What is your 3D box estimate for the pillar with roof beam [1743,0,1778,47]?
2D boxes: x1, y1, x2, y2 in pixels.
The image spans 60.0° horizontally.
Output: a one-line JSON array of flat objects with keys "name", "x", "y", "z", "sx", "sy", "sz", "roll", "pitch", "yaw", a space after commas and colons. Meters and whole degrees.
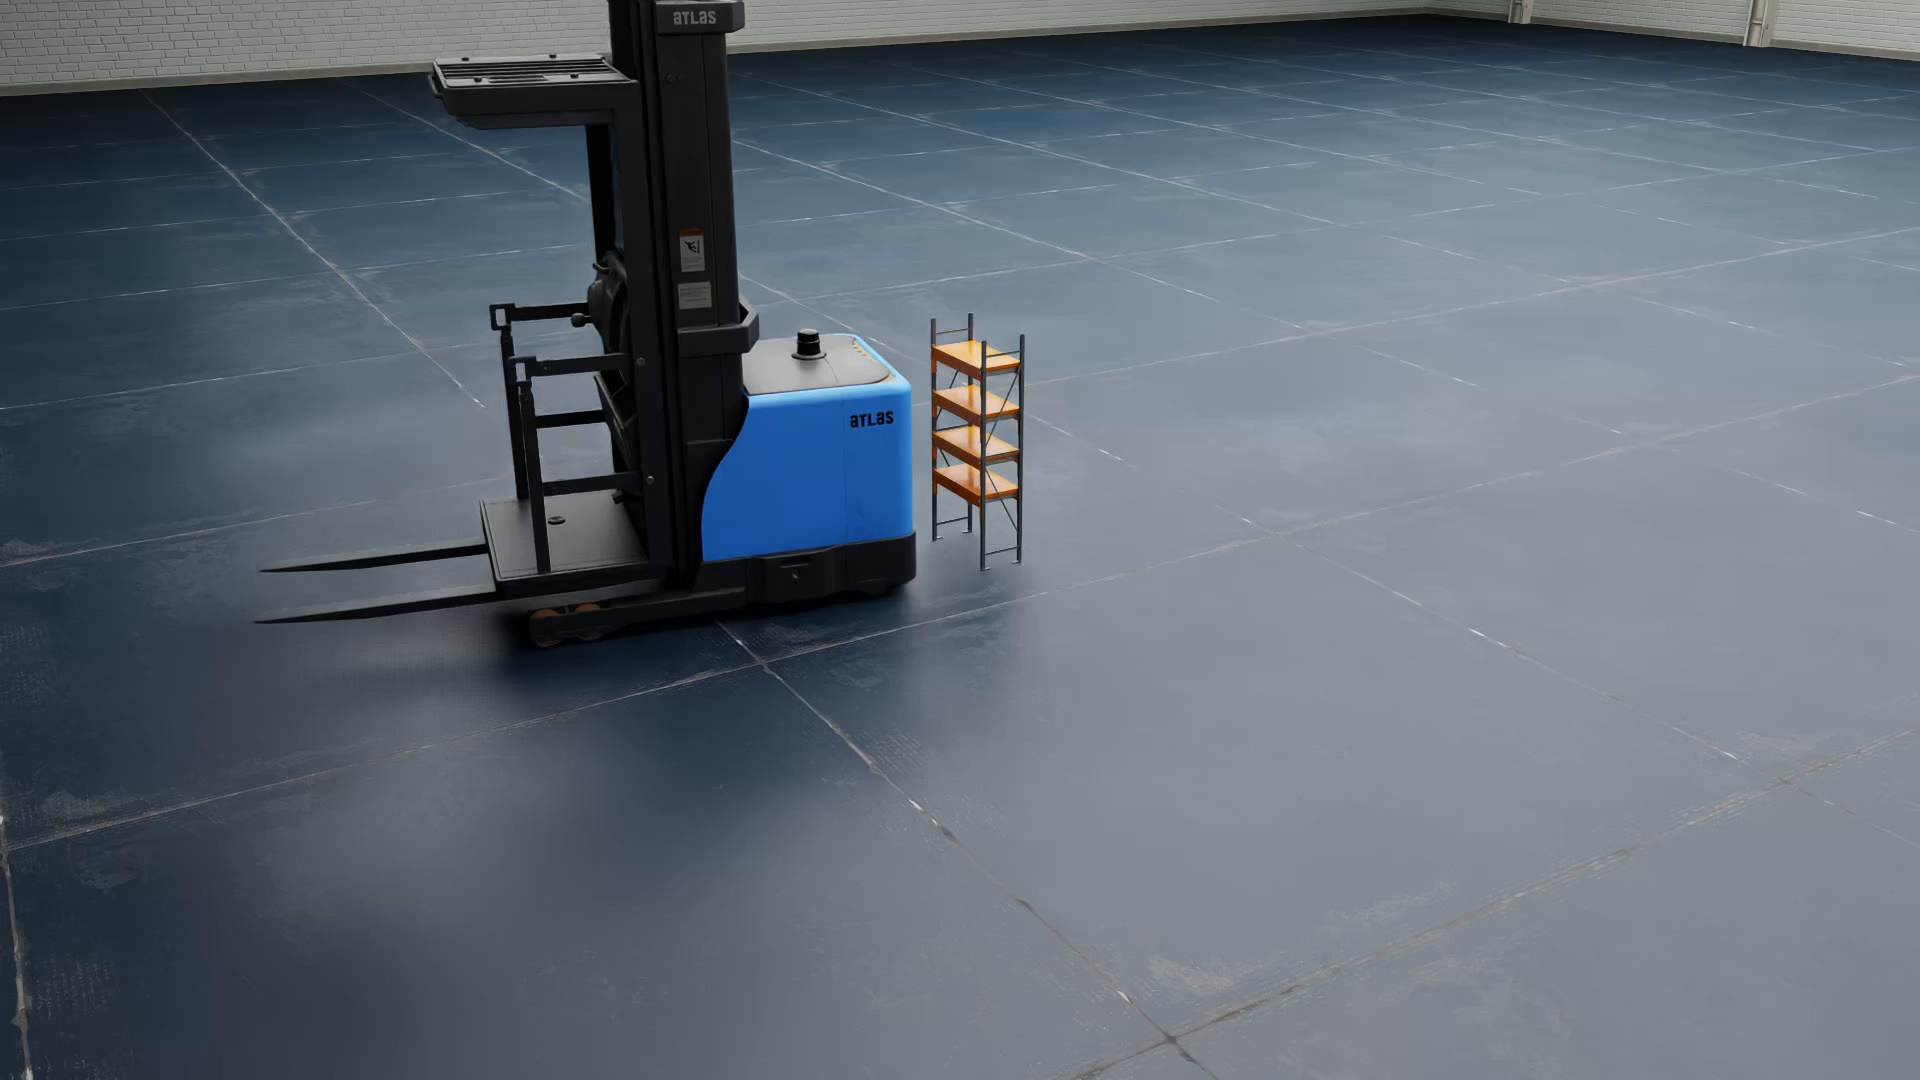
[{"name": "pillar with roof beam", "x": 11.981, "y": -13.065, "z": 29.005, "sx": 9.100, "sy": 9.000, "sz": 0.400, "roll": -13, "pitch": 25, "yaw": -28}]

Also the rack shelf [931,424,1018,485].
[{"name": "rack shelf", "x": 0.085, "y": -0.440, "z": 8.479, "sx": 0.258, "sy": 0.148, "sz": 0.480, "roll": -13, "pitch": 25, "yaw": -28}]

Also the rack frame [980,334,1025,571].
[{"name": "rack frame", "x": 0.209, "y": -0.423, "z": 8.259, "sx": 0.240, "sy": 1.200, "sz": 0.015, "roll": -13, "pitch": 25, "yaw": -28}]

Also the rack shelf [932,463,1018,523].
[{"name": "rack shelf", "x": 0.085, "y": -0.256, "z": 8.554, "sx": 0.258, "sy": 0.148, "sz": 0.480, "roll": -13, "pitch": 25, "yaw": -28}]

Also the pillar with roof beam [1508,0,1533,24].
[{"name": "pillar with roof beam", "x": 8.916, "y": -15.008, "z": 33.784, "sx": 9.100, "sy": 9.000, "sz": 0.400, "roll": -13, "pitch": 25, "yaw": -28}]

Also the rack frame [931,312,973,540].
[{"name": "rack frame", "x": -0.040, "y": -0.581, "z": 8.648, "sx": 0.240, "sy": 1.200, "sz": 0.015, "roll": -13, "pitch": 25, "yaw": -28}]

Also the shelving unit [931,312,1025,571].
[{"name": "shelving unit", "x": 0.085, "y": -0.502, "z": 8.454, "sx": 0.258, "sy": 1.200, "sz": 0.503, "roll": -13, "pitch": 25, "yaw": -28}]

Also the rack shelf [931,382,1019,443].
[{"name": "rack shelf", "x": 0.085, "y": -0.647, "z": 8.395, "sx": 0.258, "sy": 0.148, "sz": 0.480, "roll": -13, "pitch": 25, "yaw": -28}]

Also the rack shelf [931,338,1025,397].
[{"name": "rack shelf", "x": 0.085, "y": -0.866, "z": 8.306, "sx": 0.258, "sy": 0.148, "sz": 0.480, "roll": -13, "pitch": 25, "yaw": -28}]

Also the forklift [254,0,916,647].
[{"name": "forklift", "x": -1.790, "y": -1.094, "z": 7.610, "sx": 3.031, "sy": 2.935, "sz": 1.130, "roll": -7, "pitch": 23, "yaw": -18}]
